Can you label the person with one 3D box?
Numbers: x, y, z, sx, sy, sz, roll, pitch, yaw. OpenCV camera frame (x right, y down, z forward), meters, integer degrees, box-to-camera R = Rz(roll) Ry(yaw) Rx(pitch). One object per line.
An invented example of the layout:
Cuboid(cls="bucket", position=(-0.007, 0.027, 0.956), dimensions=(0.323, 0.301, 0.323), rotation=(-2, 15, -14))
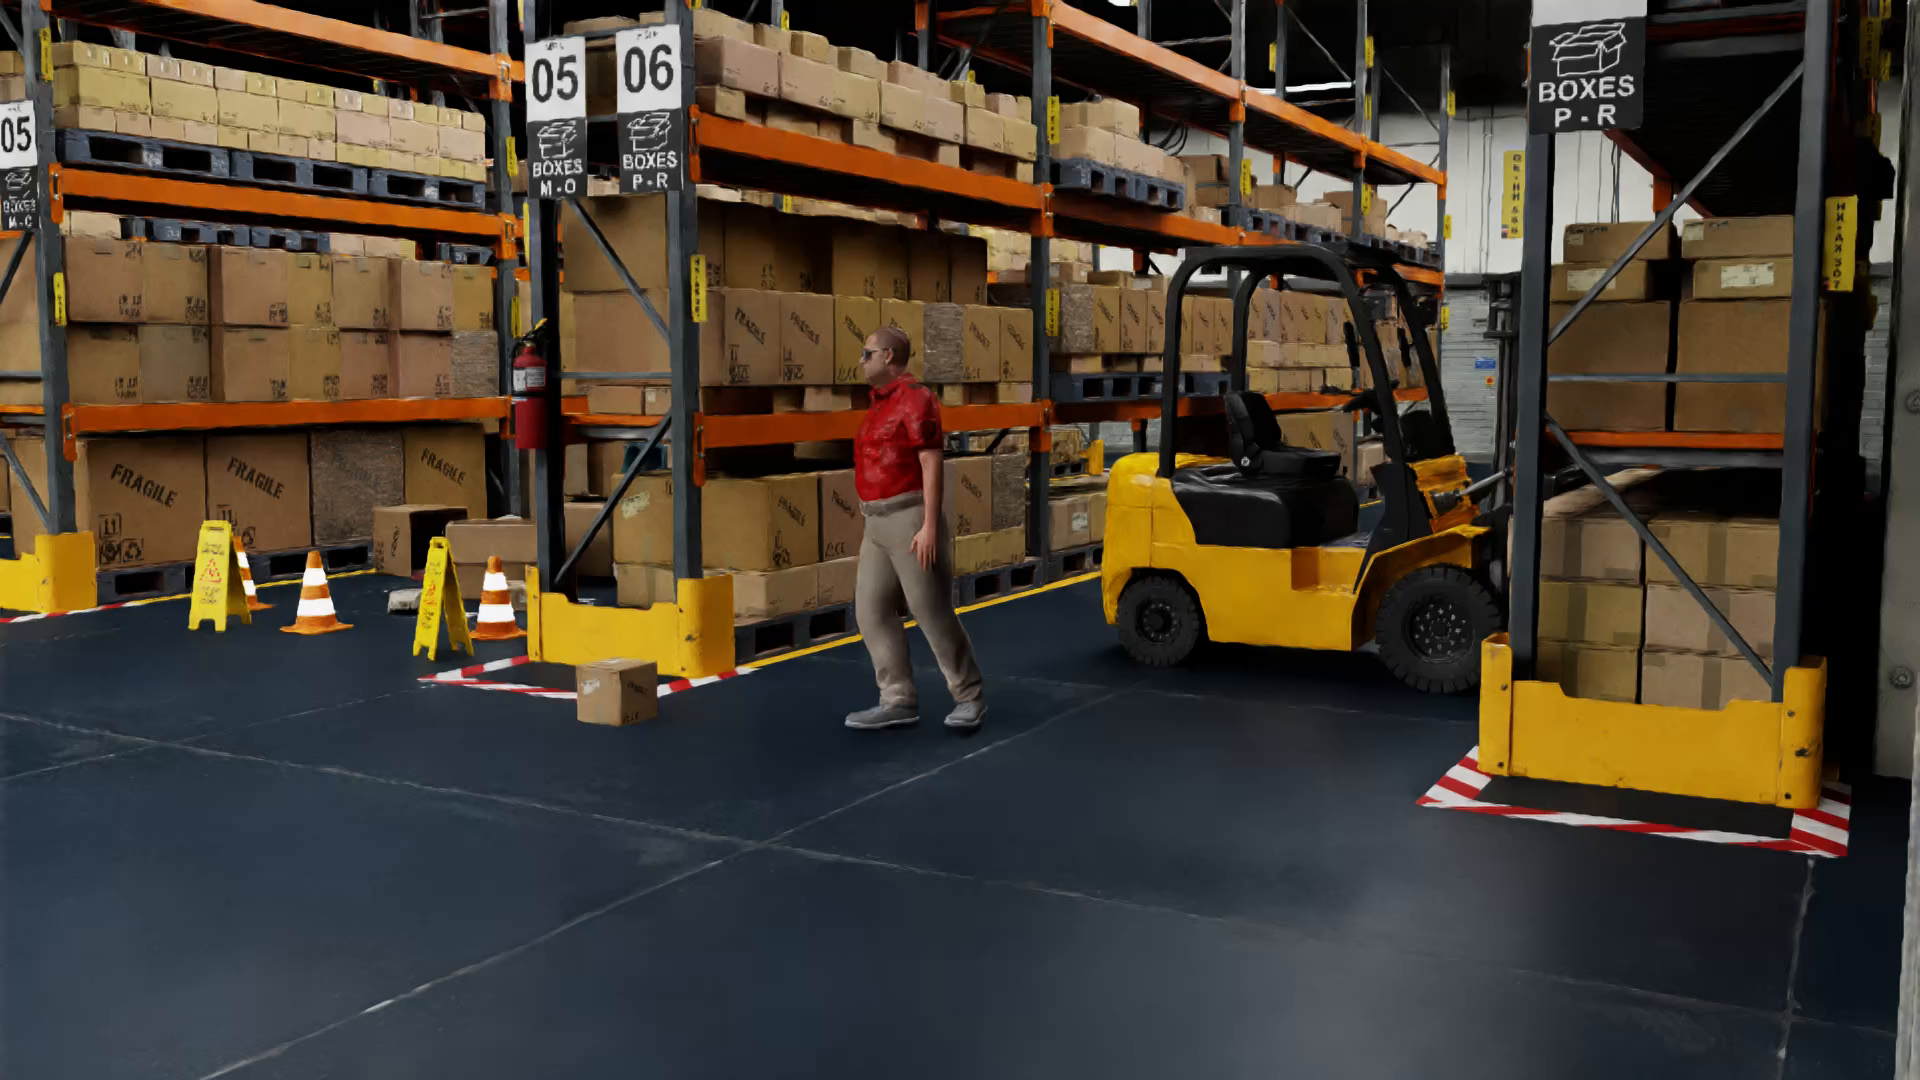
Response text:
Cuboid(cls="person", position=(-0.188, -0.050, 7.101), dimensions=(0.584, 1.713, 0.570), rotation=(-3, 7, -28))
